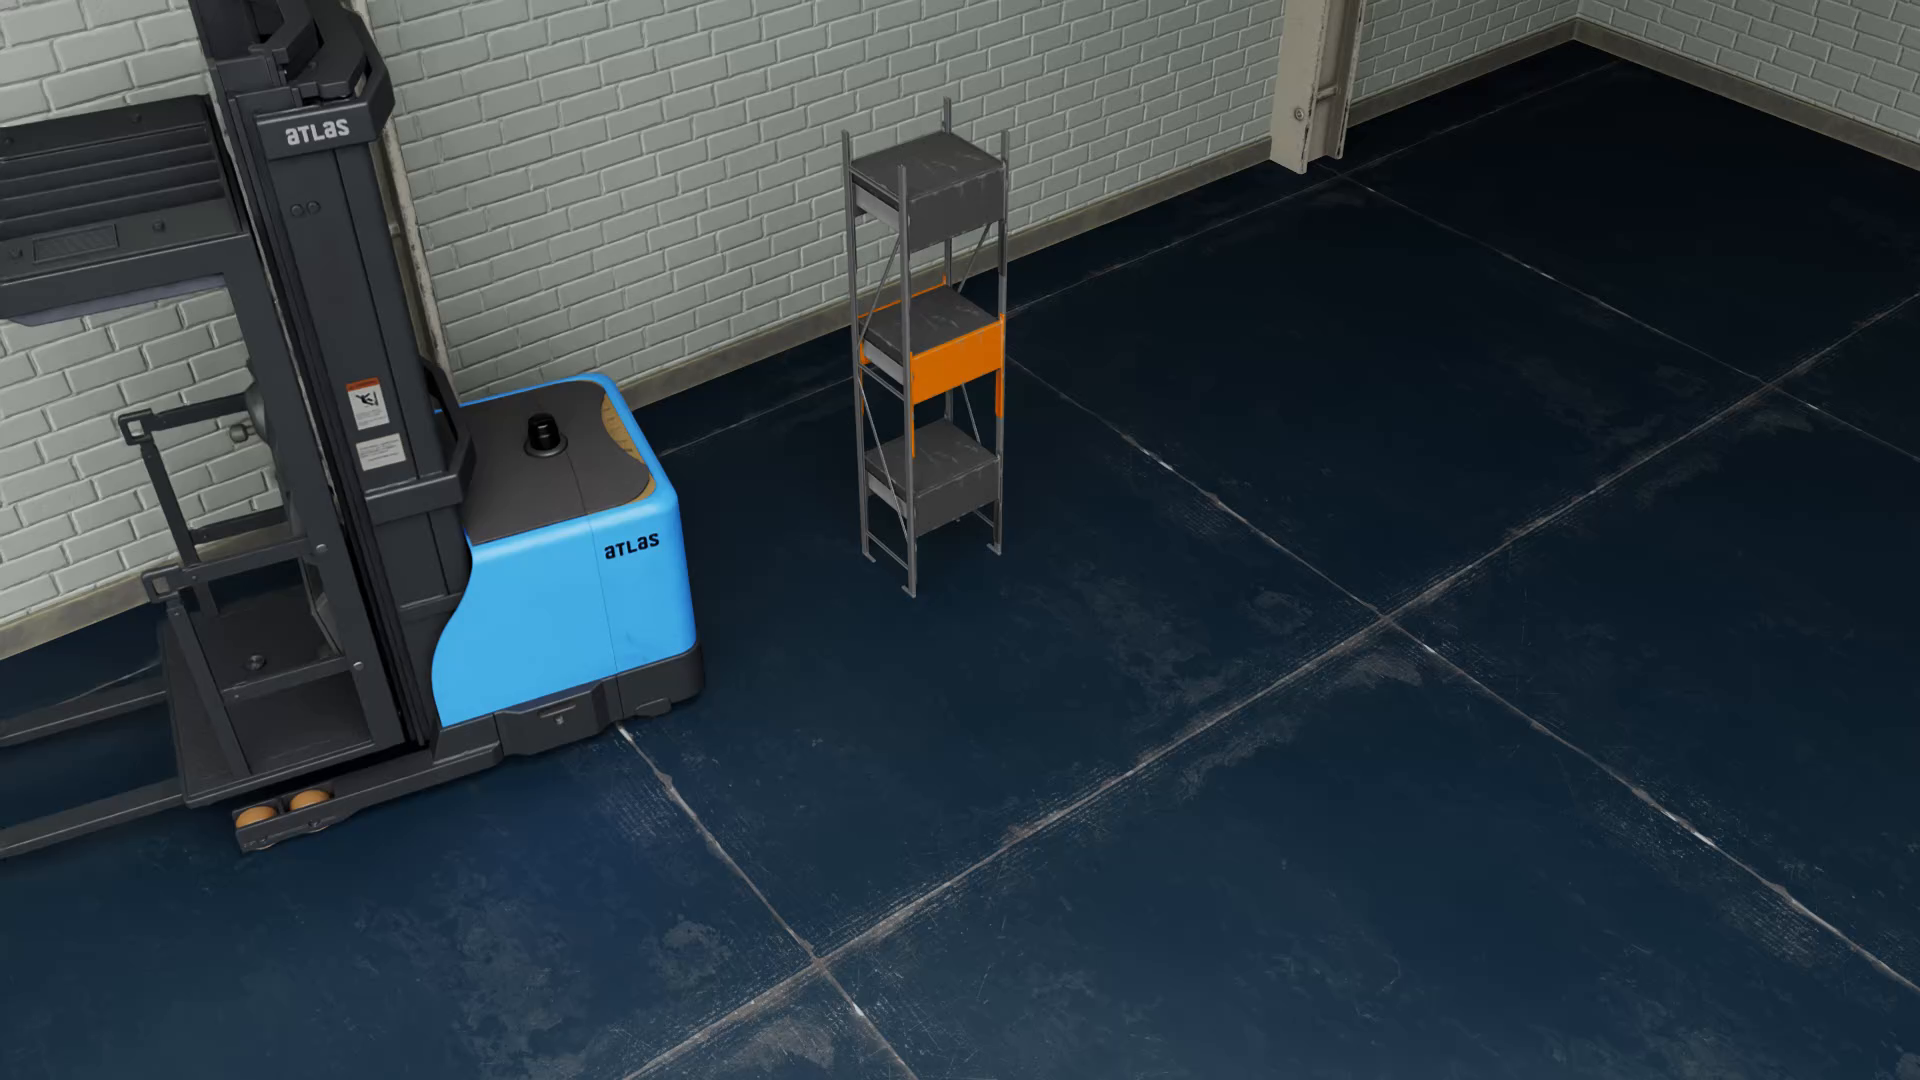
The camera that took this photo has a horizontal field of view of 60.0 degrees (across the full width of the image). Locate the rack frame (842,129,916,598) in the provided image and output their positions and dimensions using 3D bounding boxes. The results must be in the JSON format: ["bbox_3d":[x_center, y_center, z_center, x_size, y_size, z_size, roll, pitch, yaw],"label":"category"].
[{"bbox_3d":[-0.325,-0.654,6.891,0.015,2.100,0.400,-26,46,-28],"label":"rack frame"}]

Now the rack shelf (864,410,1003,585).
[{"bbox_3d":[-0.131,-0.196,7.459,0.480,0.518,0.431,-26,46,-28],"label":"rack shelf"}]

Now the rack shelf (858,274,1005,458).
[{"bbox_3d":[-0.131,-0.737,7.015,0.480,0.518,0.431,-26,46,-28],"label":"rack shelf"}]

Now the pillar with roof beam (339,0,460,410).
[{"bbox_3d":[0.097,-1.477,2.455,0.400,9.000,9.100,-26,46,-28],"label":"pillar with roof beam"}]

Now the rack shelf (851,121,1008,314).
[{"bbox_3d":[-0.131,-1.278,6.571,0.480,0.518,0.431,-26,46,-28],"label":"rack shelf"}]

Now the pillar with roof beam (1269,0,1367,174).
[{"bbox_3d":[4.855,-3.796,5.282,0.400,9.000,9.100,-26,46,-28],"label":"pillar with roof beam"}]

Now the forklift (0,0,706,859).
[{"bbox_3d":[-2.615,-0.342,5.856,3.031,2.935,1.130,-17,42,-19],"label":"forklift"}]

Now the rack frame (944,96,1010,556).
[{"bbox_3d":[0.062,-0.842,7.121,0.015,2.100,0.400,-26,46,-28],"label":"rack frame"}]

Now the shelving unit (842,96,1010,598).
[{"bbox_3d":[-0.131,-0.748,7.006,0.503,2.100,0.431,-26,46,-28],"label":"shelving unit"}]
